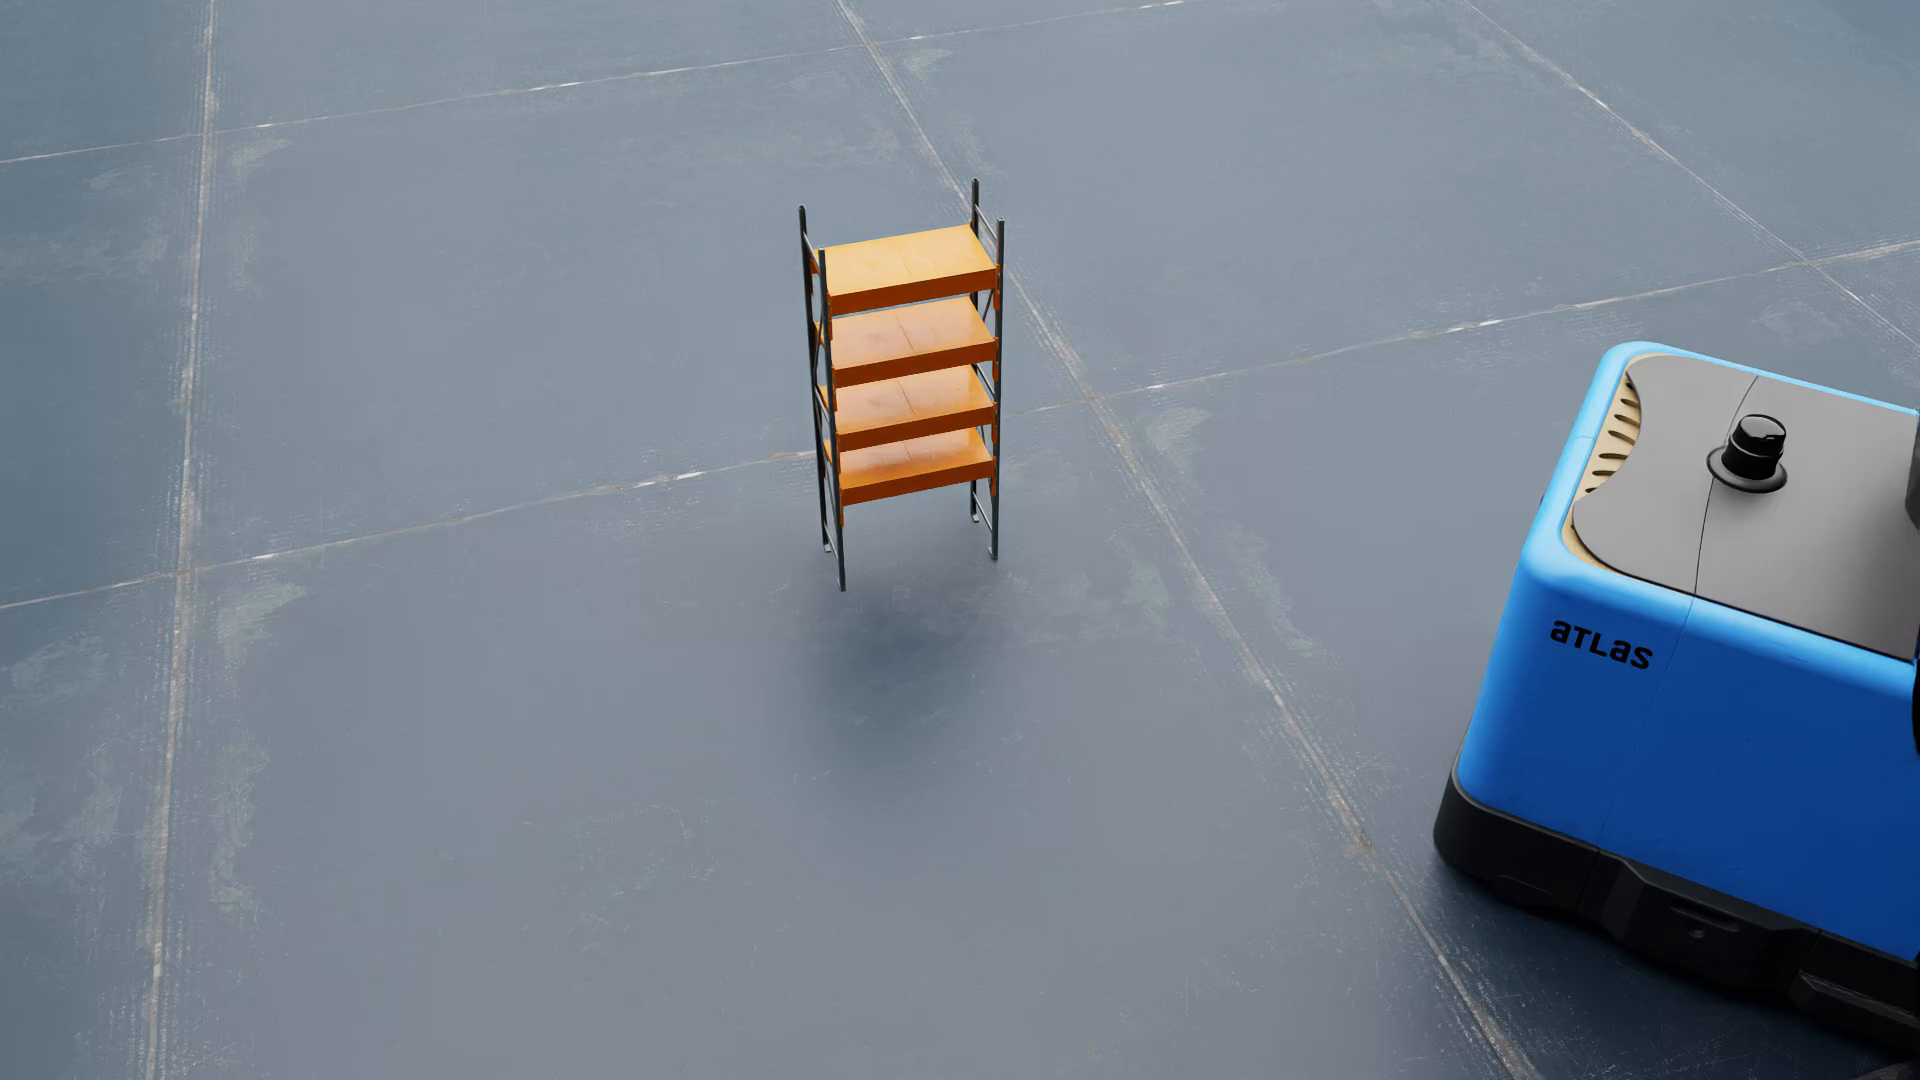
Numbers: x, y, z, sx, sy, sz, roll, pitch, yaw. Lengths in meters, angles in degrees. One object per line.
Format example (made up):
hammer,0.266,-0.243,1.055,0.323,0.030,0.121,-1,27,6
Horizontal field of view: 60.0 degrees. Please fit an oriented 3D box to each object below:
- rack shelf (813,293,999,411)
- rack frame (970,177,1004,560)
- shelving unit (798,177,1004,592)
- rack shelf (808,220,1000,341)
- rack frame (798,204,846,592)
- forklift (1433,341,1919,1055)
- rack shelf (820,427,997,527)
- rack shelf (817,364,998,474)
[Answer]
rack shelf,-0.158,-0.537,4.715,0.480,0.148,0.258,-12,42,-13
rack frame,0.075,-0.467,4.873,0.015,1.200,0.240,-12,42,-13
shelving unit,-0.158,-0.419,4.818,0.503,1.200,0.258,-12,42,-13
rack shelf,-0.158,-0.715,4.559,0.480,0.148,0.258,-12,42,-13
rack frame,-0.391,-0.371,4.763,0.015,1.200,0.240,-12,42,-13
forklift,2.760,-0.086,3.121,3.031,2.935,1.130,19,45,21
rack shelf,-0.158,-0.219,4.993,0.480,0.148,0.258,-12,42,-13
rack shelf,-0.158,-0.368,4.862,0.480,0.148,0.258,-12,42,-13
